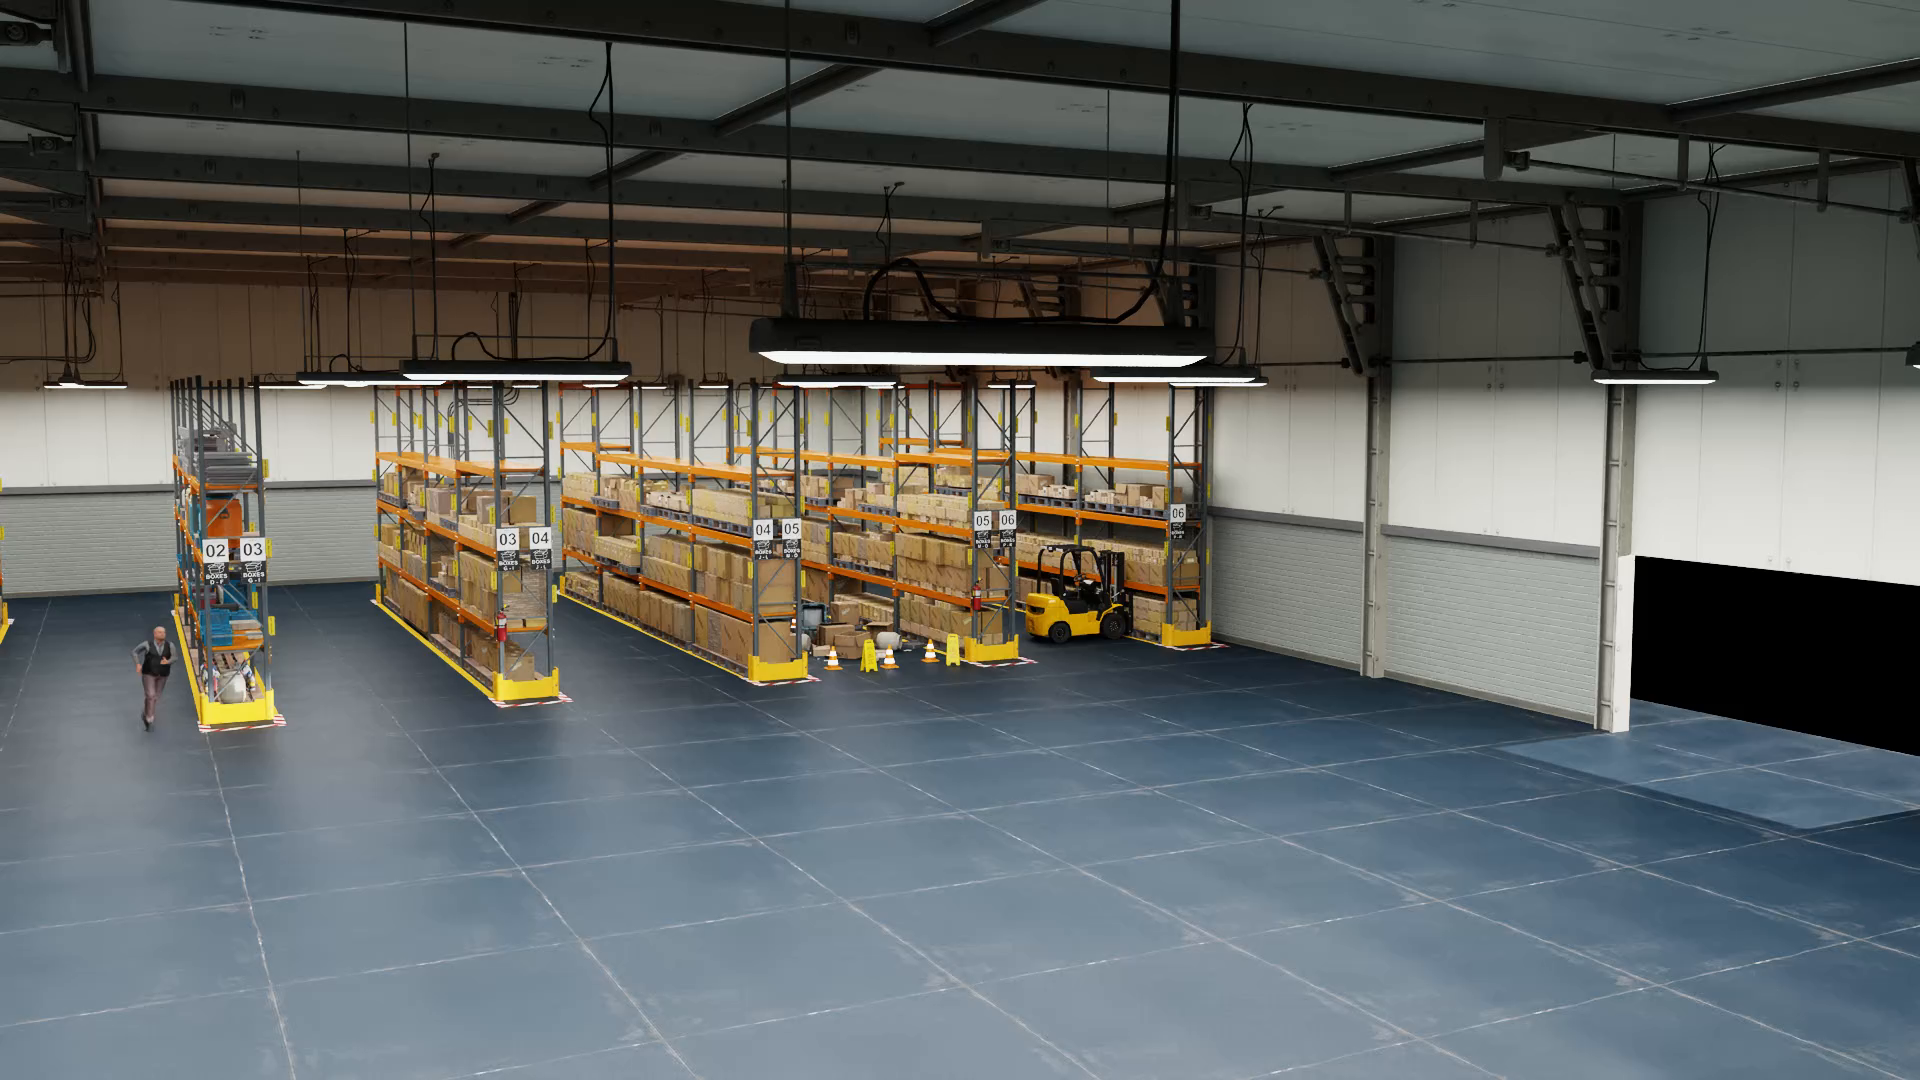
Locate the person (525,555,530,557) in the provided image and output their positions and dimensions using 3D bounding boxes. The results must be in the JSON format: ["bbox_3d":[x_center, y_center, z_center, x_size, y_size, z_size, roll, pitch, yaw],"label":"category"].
[{"bbox_3d":[-11.368,0.858,44.522,0.671,1.776,0.992,-3,6,-27],"label":"person"}]

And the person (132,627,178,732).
[{"bbox_3d":[-13.757,2.360,28.483,0.845,1.755,0.663,5,7,43],"label":"person"}]
